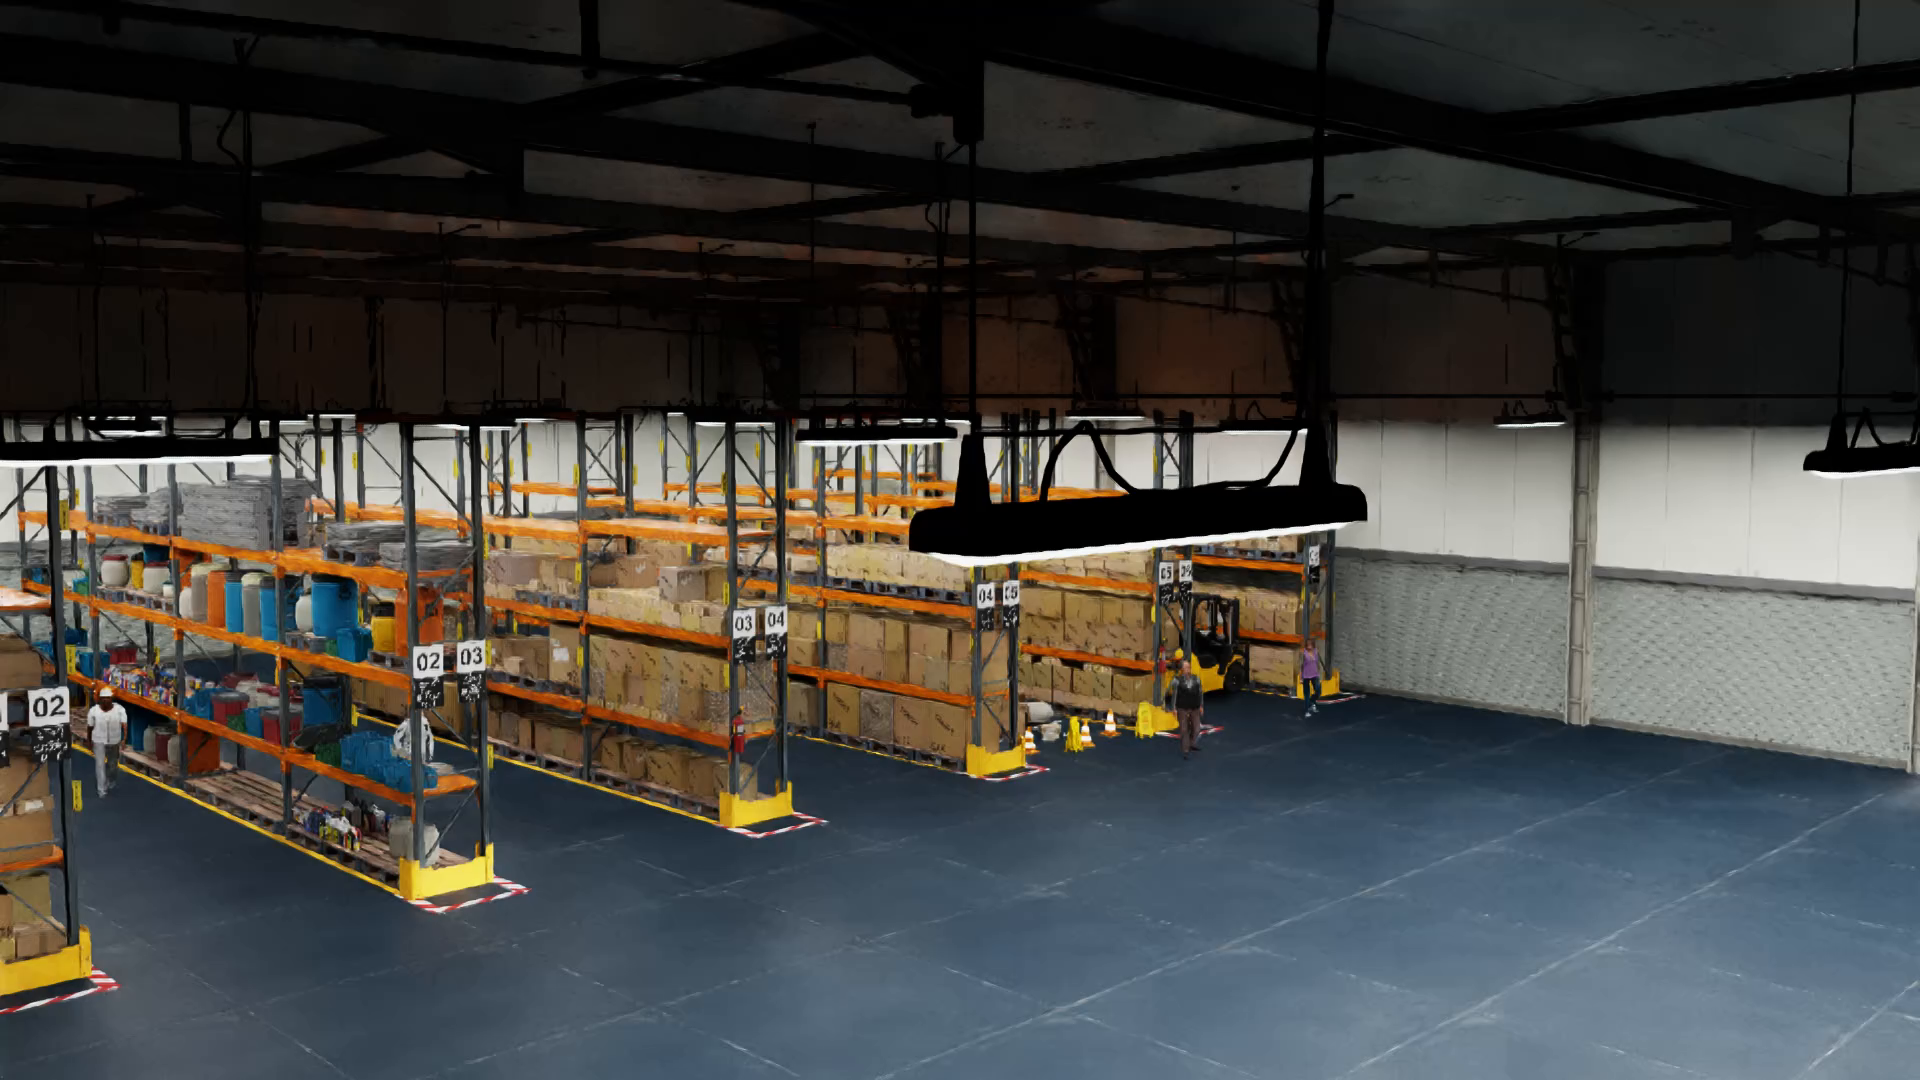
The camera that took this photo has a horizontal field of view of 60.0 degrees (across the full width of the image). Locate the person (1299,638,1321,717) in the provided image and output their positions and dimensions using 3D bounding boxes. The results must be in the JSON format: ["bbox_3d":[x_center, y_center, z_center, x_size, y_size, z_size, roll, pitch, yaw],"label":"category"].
[{"bbox_3d":[6.893,2.694,32.780,0.475,1.590,0.462,0,5,-5],"label":"person"}]

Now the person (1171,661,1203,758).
[{"bbox_3d":[3.983,2.948,29.191,0.583,1.709,0.540,-1,5,-8],"label":"person"}]

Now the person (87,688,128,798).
[{"bbox_3d":[-13.499,3.182,26.363,0.570,1.708,1.040,-4,6,-36],"label":"person"}]

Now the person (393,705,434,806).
[{"bbox_3d":[-8.444,3.293,25.710,0.512,1.632,0.639,5,7,43],"label":"person"}]
